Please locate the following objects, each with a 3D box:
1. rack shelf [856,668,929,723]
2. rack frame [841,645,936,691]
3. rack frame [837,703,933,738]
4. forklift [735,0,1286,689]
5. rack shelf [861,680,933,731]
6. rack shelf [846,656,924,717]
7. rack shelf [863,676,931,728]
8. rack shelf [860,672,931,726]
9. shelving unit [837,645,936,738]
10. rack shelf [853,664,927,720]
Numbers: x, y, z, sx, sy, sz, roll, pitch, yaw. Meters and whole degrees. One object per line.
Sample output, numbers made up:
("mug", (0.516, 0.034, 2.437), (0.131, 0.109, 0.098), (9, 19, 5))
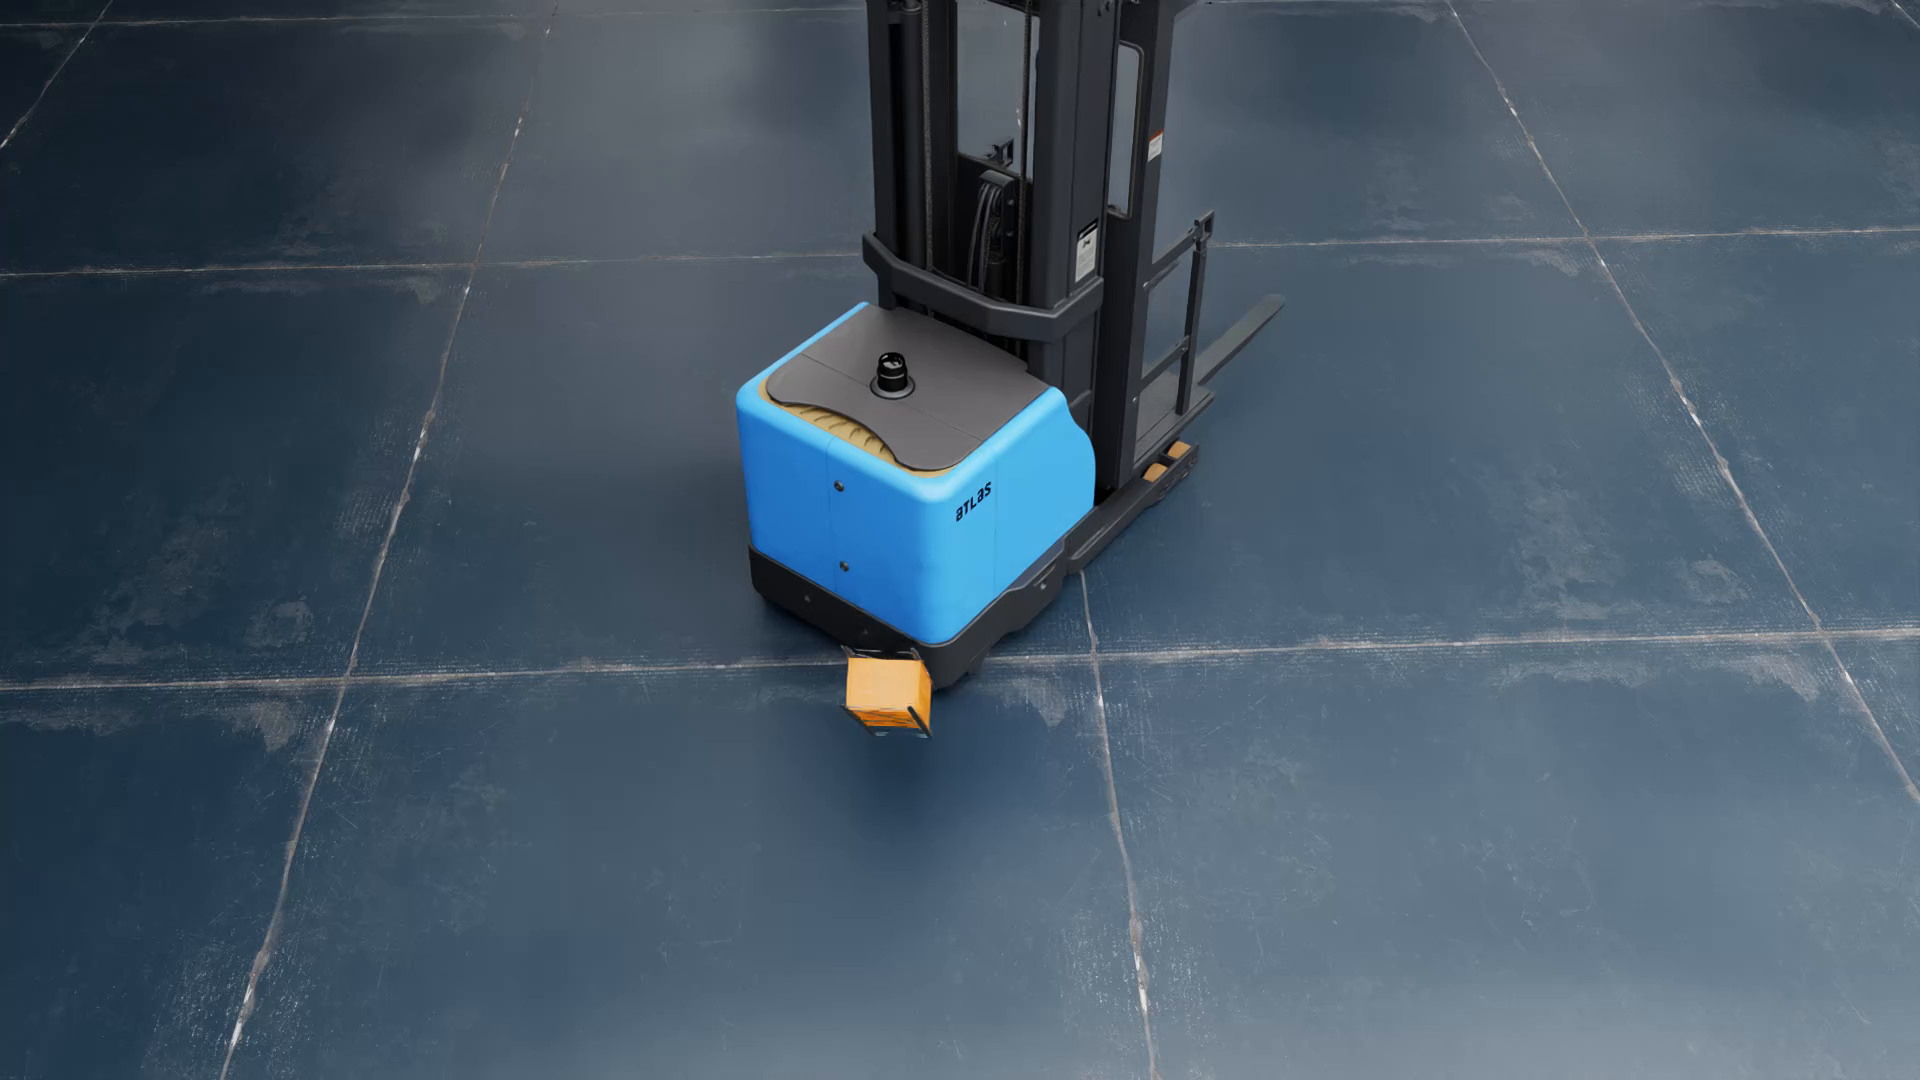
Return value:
("rack shelf", (-0.243, 0.534, 5.776), (0.258, 0.103, 0.180), (3, 79, 3))
("rack frame", (-0.236, 0.459, 5.868), (0.240, 1.200, 0.006), (3, 79, 3))
("rack frame", (-0.245, 0.639, 5.833), (0.240, 1.200, 0.006), (3, 79, 3))
("forklift", (0.427, -1.442, 6.654), (1.130, 2.935, 3.031), (27, 49, 27))
("rack shelf", (-0.230, 0.604, 6.129), (0.258, 0.103, 0.180), (3, 79, 3))
("rack shelf", (-0.252, 0.488, 5.541), (0.258, 0.103, 0.180), (3, 79, 3))
("rack shelf", (-0.234, 0.581, 6.011), (0.258, 0.103, 0.180), (3, 79, 3))
("rack shelf", (-0.239, 0.558, 5.894), (0.258, 0.103, 0.180), (3, 79, 3))
("shelving unit", (-0.240, 0.549, 5.850), (0.258, 1.200, 0.189), (3, 79, 3))
("rack shelf", (-0.248, 0.511, 5.659), (0.258, 0.103, 0.180), (3, 79, 3))
